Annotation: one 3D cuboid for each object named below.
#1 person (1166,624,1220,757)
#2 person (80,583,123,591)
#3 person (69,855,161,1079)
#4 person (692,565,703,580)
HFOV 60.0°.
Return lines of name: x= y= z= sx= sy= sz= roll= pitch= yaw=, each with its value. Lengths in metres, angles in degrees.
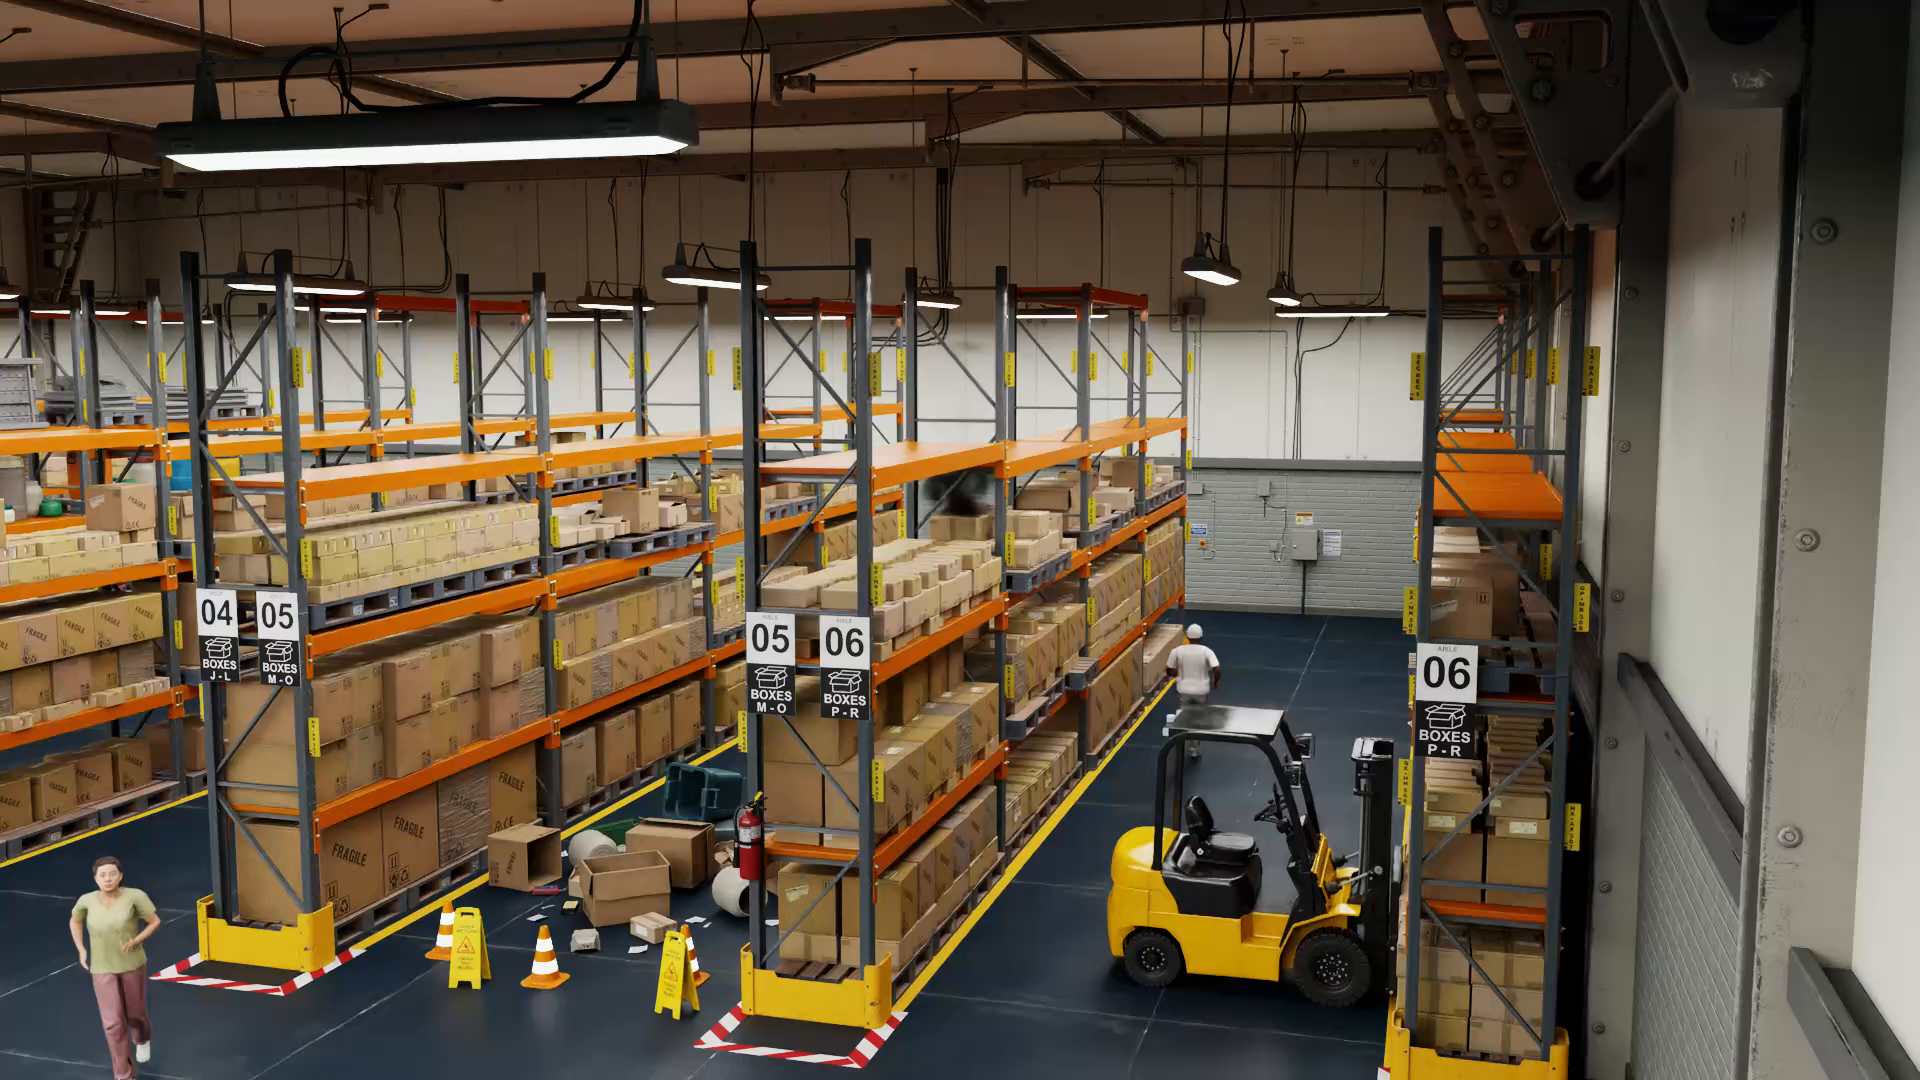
person: x=2.961 y=1.937 z=21.105 sx=0.706 sy=1.758 sz=0.783 roll=2 pitch=7 yaw=16
person: x=-14.736 y=1.124 z=28.330 sx=0.698 sy=1.735 sz=0.633 roll=1 pitch=6 yaw=8
person: x=-5.943 y=3.031 z=11.726 sx=0.586 sy=1.678 sz=0.857 roll=-3 pitch=7 yaw=-23
person: x=-4.191 y=1.276 z=26.697 sx=0.691 sy=1.777 sz=0.946 roll=1 pitch=6 yaw=10
